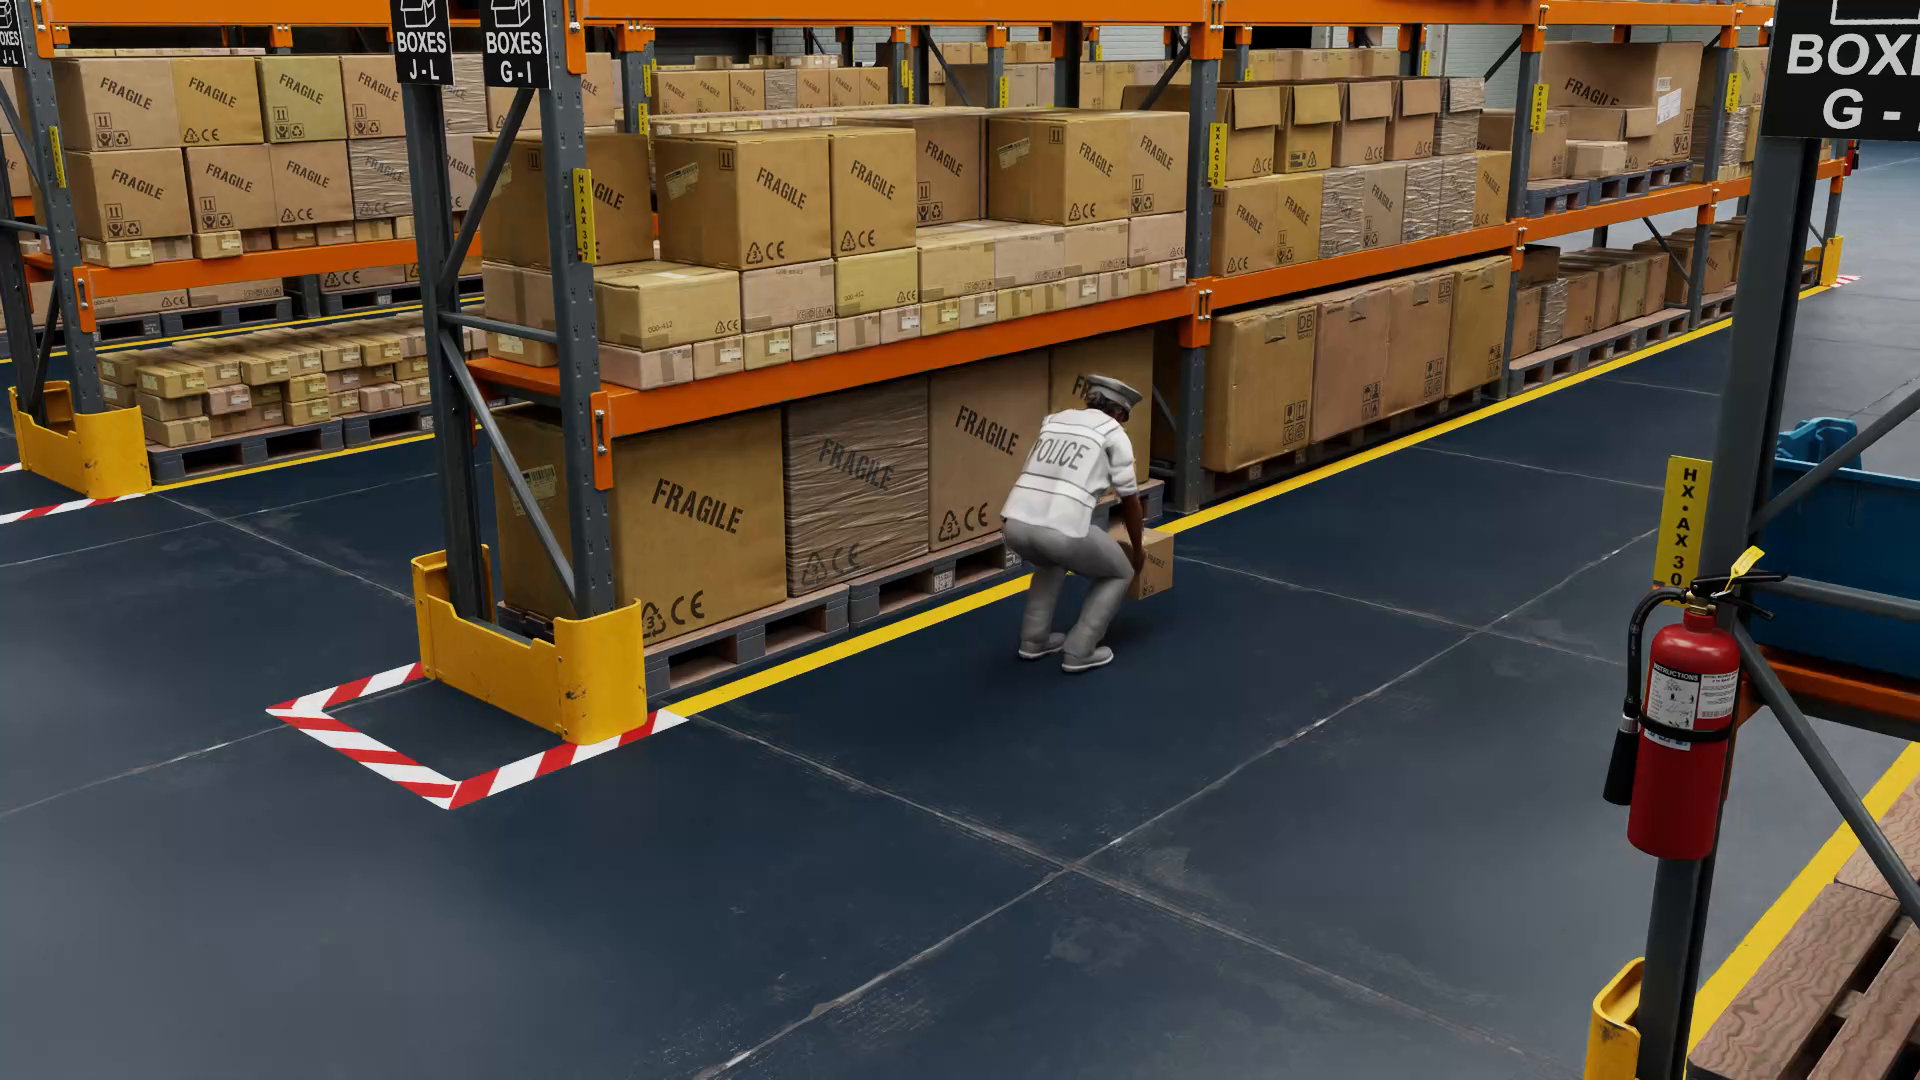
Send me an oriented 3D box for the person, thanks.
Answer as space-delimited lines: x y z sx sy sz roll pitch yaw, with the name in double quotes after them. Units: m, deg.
0.490 -0.079 7.112 0.500 1.195 0.797 15 22 39 "person"
